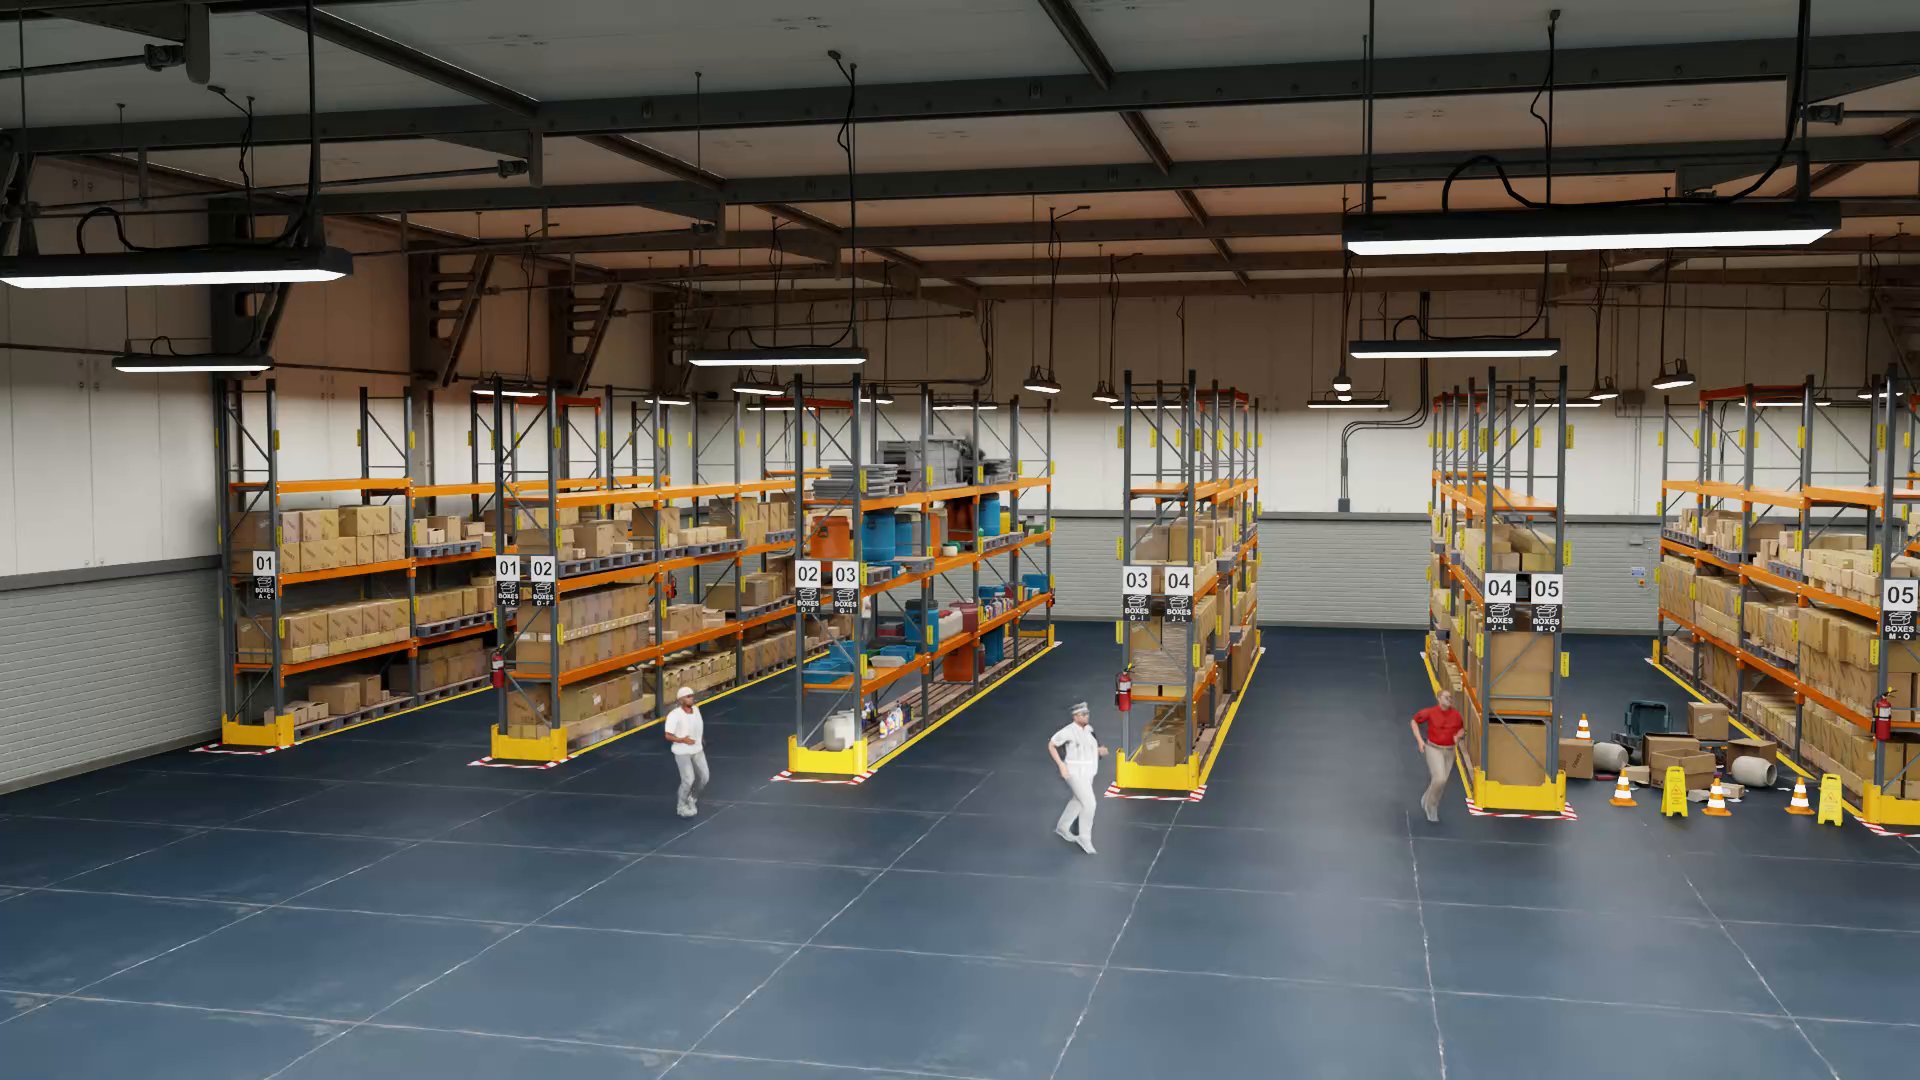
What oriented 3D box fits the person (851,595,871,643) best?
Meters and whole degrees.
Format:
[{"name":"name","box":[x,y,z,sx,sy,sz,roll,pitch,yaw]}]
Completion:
[{"name":"person","box":[-2.108,1.718,35.979,0.647,1.876,0.736,0,3,4]}]

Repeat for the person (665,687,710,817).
[{"name":"person","box":[-3.568,2.820,22.062,0.555,1.752,0.684,3,5,40]}]

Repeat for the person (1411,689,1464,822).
[{"name":"person","box":[6.356,2.864,22.004,0.657,1.791,0.690,-1,4,-17]}]

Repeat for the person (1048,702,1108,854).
[{"name":"person","box":[1.475,2.903,20.379,0.773,1.855,0.632,2,4,35]}]
